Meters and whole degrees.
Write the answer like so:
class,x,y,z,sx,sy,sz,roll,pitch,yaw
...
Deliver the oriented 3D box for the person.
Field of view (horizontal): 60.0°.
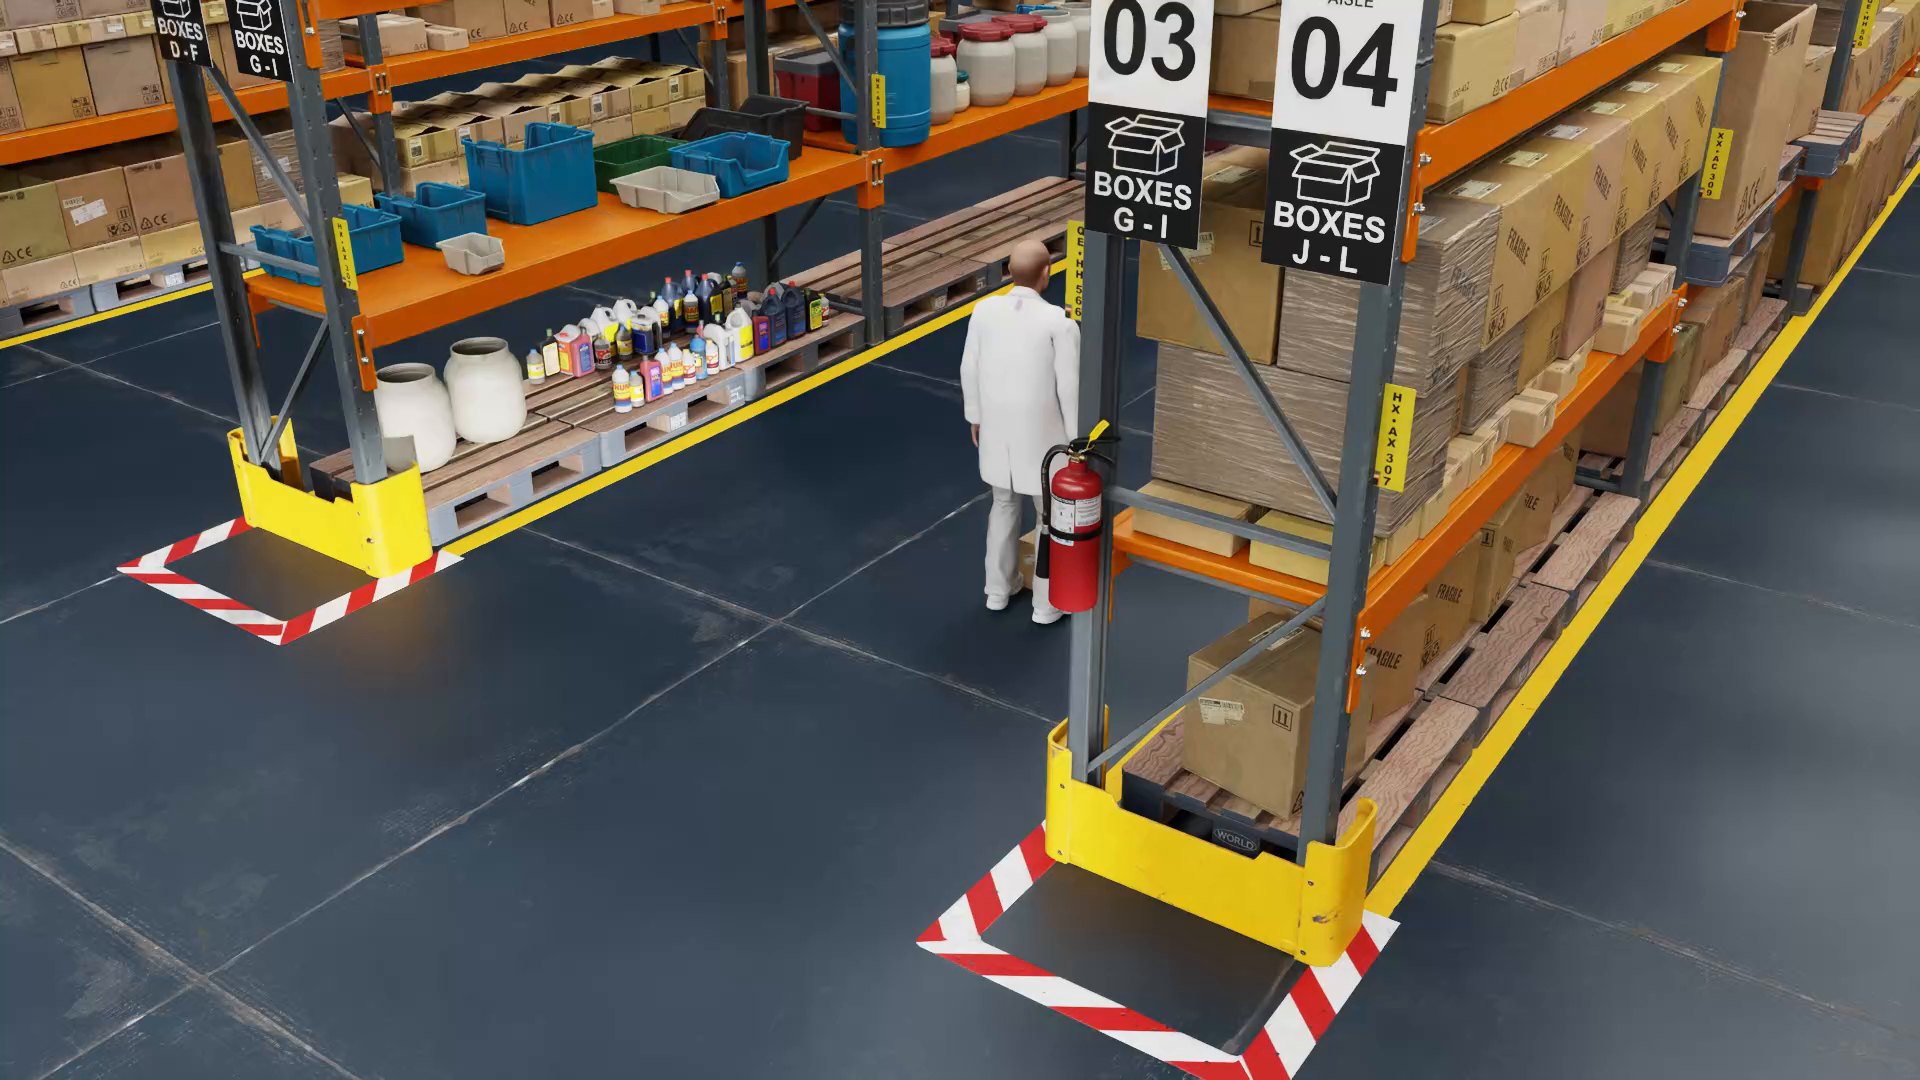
class,x,y,z,sx,sy,sz,roll,pitch,yaw
person,0.303,-0.495,7.621,0.655,1.775,0.419,15,30,28
